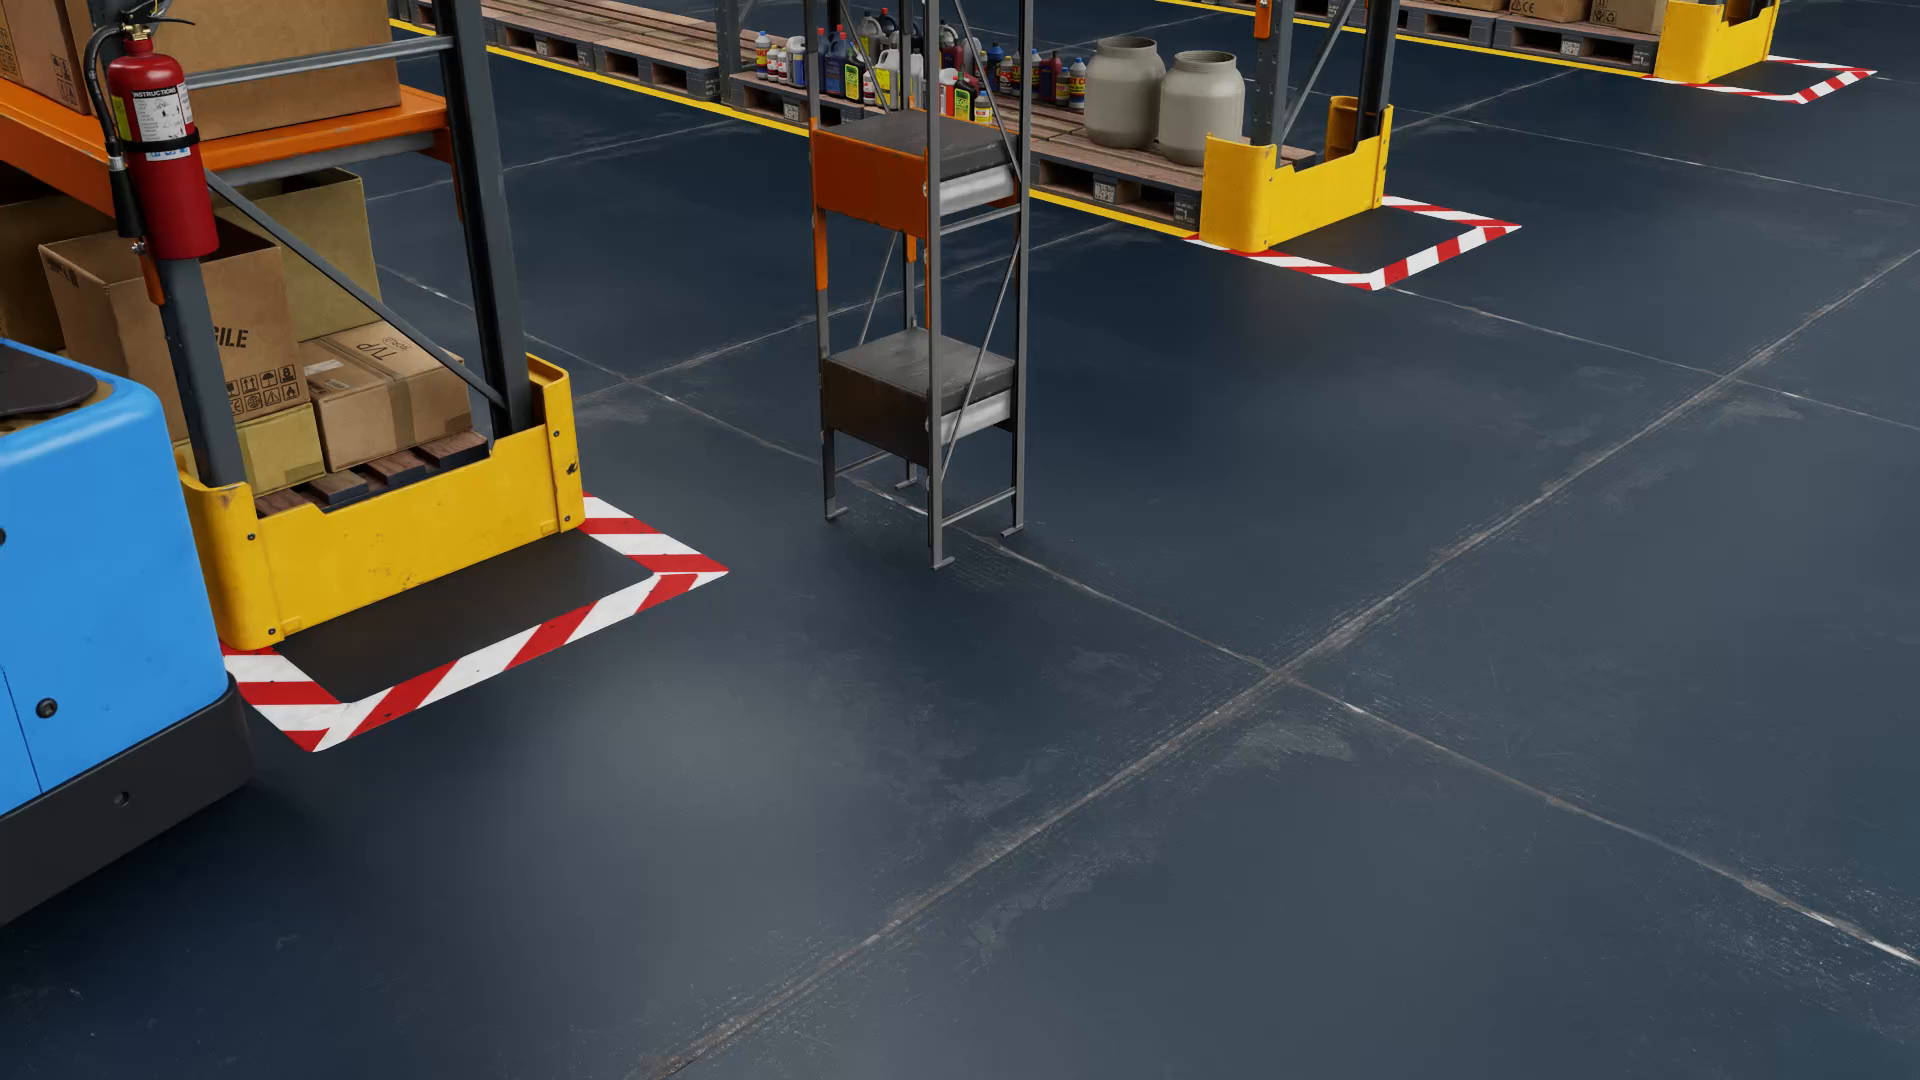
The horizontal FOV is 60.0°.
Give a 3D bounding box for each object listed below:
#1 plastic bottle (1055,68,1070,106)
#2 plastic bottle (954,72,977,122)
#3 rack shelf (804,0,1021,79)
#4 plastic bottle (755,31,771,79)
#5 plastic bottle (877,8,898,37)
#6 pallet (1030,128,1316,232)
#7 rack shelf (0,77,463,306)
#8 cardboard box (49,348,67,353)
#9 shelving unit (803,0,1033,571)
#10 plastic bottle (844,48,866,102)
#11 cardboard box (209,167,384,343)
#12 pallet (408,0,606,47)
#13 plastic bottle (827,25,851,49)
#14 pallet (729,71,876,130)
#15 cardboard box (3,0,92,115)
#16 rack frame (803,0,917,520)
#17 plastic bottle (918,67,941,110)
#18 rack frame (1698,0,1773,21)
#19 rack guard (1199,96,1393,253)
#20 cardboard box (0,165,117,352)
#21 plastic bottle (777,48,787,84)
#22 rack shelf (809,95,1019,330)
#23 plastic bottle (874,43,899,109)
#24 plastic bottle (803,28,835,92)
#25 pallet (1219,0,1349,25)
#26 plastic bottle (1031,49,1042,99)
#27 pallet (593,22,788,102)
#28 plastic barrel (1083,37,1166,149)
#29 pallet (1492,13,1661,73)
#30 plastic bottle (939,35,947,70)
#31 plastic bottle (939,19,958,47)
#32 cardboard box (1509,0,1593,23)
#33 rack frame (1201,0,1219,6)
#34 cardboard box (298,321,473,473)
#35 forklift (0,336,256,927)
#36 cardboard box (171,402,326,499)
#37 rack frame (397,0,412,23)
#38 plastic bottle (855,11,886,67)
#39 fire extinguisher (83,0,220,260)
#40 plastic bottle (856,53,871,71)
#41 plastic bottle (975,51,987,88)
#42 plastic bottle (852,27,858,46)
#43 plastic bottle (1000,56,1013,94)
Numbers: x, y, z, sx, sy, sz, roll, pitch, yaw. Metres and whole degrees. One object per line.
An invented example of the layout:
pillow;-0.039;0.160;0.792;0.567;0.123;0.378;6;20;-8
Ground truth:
plastic bottle;0.594;-2.589;9.485;0.097;0.201;0.097;0;28;0
plastic bottle;0.029;-2.383;9.004;0.061;0.283;0.133;-24;36;-38
rack shelf;-0.118;-1.591;4.545;0.480;0.518;0.431;25;36;38
plastic bottle;-1.190;-2.947;10.091;0.097;0.271;0.097;0;28;0
plastic bottle;-0.449;-3.117;10.329;0.185;0.351;0.144;23;36;37
pallet;1.080;-1.946;8.724;1.213;0.211;1.003;25;36;38
rack shelf;-3.159;-1.596;5.835;4.000;0.370;1.077;25;36;38
cardboard box;-3.045;-0.629;5.727;0.500;0.250;0.500;25;36;38
shelving unit;-0.118;-0.983;4.864;0.503;2.100;0.431;25;36;38
plastic bottle;-0.602;-2.672;9.554;0.061;0.283;0.133;-23;36;-37
cardboard box;-2.317;-0.974;5.577;0.500;0.500;0.500;25;36;38
pallet;-3.437;-4.015;12.659;1.213;0.211;1.003;25;36;38
plastic bottle;-0.724;-2.879;9.875;0.185;0.351;0.144;25;36;38
pallet;-0.660;-2.742;10.239;1.213;0.211;1.003;25;36;38
cardboard box;-2.435;-1.632;5.024;0.700;0.500;0.500;-24;36;-38
rack frame;-0.292;-1.063;5.015;0.015;2.100;0.400;25;36;38
plastic bottle;-0.134;-2.484;9.205;0.135;0.276;0.152;23;36;37
rack frame;5.215;-4.548;10.677;0.127;3.000;1.000;25;36;38
rack guard;1.655;-1.807;8.150;0.348;0.500;1.175;25;36;38
cardboard box;-3.048;-0.960;5.551;0.500;0.500;0.500;25;36;38
plastic bottle;-1.045;-2.850;9.981;0.097;0.201;0.097;0;28;0
rack shelf;-0.118;-0.971;4.870;0.480;0.518;0.431;25;36;38
plastic bottle;-0.388;-2.630;9.403;0.185;0.351;0.144;24;36;38
plastic bottle;-0.825;-2.831;9.784;0.144;0.351;0.185;-24;36;-38
pallet;2.866;-4.412;13.413;1.213;0.211;1.003;25;36;38
plastic bottle;0.424;-2.698;9.618;0.097;0.271;0.097;0;28;0
pallet;-1.697;-3.219;11.144;1.213;0.211;1.003;25;36;38
plastic barrel;0.862;-2.342;8.703;0.421;0.512;0.421;0;28;0
pallet;4.606;-3.616;11.899;1.213;0.211;1.003;25;36;38
plastic bottle;-0.135;-2.877;9.945;0.133;0.283;0.061;25;36;38
plastic bottle;-0.082;-2.949;10.010;0.185;0.351;0.144;24;36;38
cardboard box;4.331;-4.021;11.908;0.500;0.500;0.500;-15;31;-27
rack frame;2.362;-5.853;13.159;0.127;3.000;1.000;25;36;38
cardboard box;-1.960;-0.479;5.442;0.500;0.250;0.500;25;36;38
forklift;-3.225;-0.854;3.726;3.031;2.935;1.130;16;32;28
cardboard box;-2.323;-0.308;5.115;0.500;0.250;0.500;25;36;38
rack frame;-3.962;-5.515;12.515;0.127;3.000;1.000;25;36;38
plastic bottle;-0.550;-3.070;10.238;0.185;0.351;0.144;25;36;38
fire extinguisher;-1.975;-1.035;4.078;0.183;0.674;0.296;25;36;38
plastic bottle;-0.560;-2.698;9.618;0.097;0.271;0.097;0;28;0
plastic bottle;0.135;-2.799;9.885;0.097;0.201;0.097;0;28;0
plastic bottle;-0.633;-3.151;10.553;0.097;0.201;0.097;0;28;0
plastic bottle;0.282;-2.732;9.757;0.097;0.201;0.097;0;28;0
